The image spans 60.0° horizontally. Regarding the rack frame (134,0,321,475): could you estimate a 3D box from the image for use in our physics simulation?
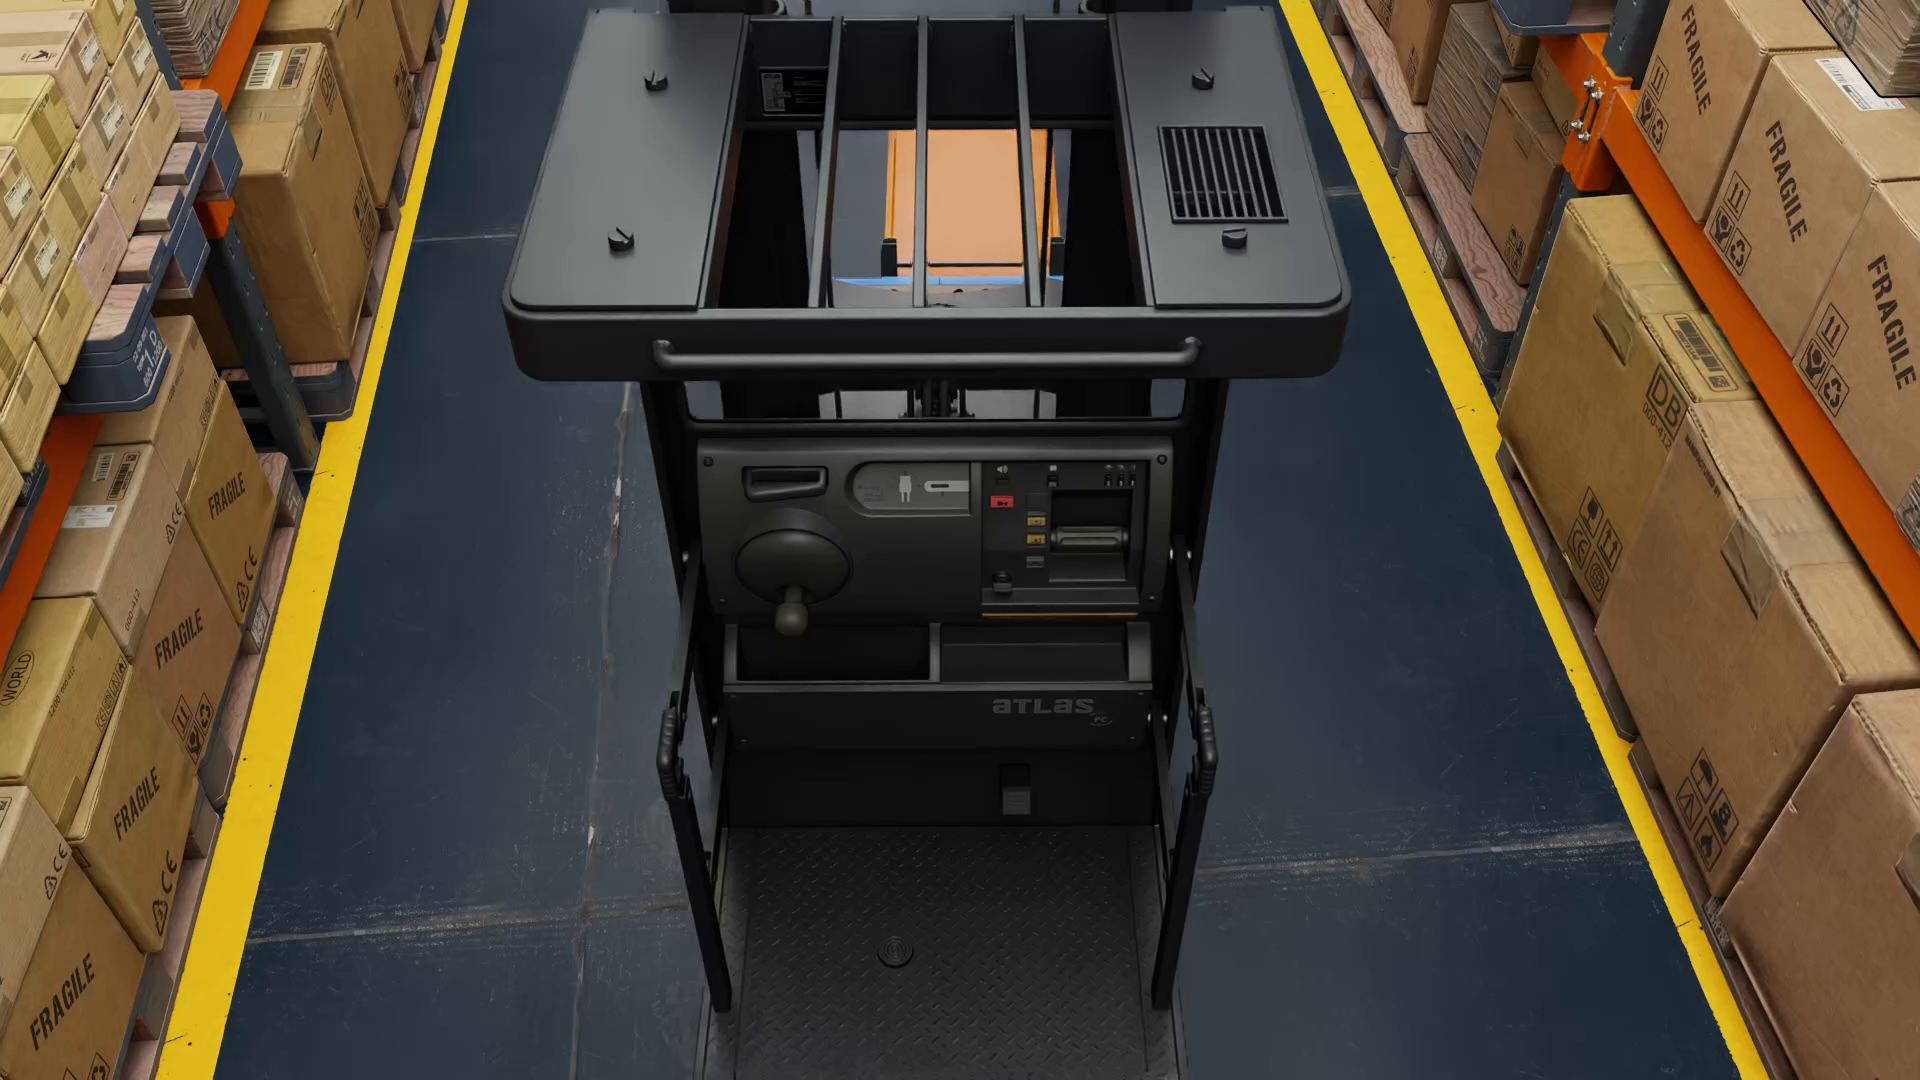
[{"bbox_3d":[-2.622,-1.265,4.382,1.000,3.000,0.127,-3,47,-3],"label":"rack frame"}]

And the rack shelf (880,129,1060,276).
[{"bbox_3d":[0.033,-0.991,5.011,0.538,0.278,1.000,0,47,0],"label":"rack shelf"}]

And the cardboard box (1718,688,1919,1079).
[{"bbox_3d":[2.515,0.878,3.526,1.225,0.875,0.875,-5,47,-5],"label":"cardboard box"}]

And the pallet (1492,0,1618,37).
[{"bbox_3d":[2.164,-1.937,5.150,1.213,0.211,1.003,-3,47,-3],"label":"pallet"}]

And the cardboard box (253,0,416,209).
[{"bbox_3d":[-2.660,-1.714,6.068,1.050,0.750,0.750,-3,47,-3],"label":"cardboard box"}]

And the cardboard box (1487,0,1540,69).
[{"bbox_3d":[2.189,-1.909,5.894,0.500,0.250,0.500,1,47,1],"label":"cardboard box"}]

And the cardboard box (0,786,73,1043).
[{"bbox_3d":[-2.171,0.781,3.360,0.500,0.250,0.500,-2,47,-2],"label":"cardboard box"}]

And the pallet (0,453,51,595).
[{"bbox_3d":[-2.415,0.231,3.098,1.003,0.211,1.213,-3,47,-3],"label":"pallet"}]

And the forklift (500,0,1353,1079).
[{"bbox_3d":[-0.045,0.089,3.147,1.130,2.935,3.031,0,47,0],"label":"forklift"}]

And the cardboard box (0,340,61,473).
[{"bbox_3d":[-2.040,-0.253,3.308,0.380,0.149,0.250,-5,47,-5],"label":"cardboard box"}]

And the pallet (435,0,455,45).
[{"bbox_3d":[-2.817,-2.647,7.611,1.003,0.211,1.213,-3,47,-3],"label":"pallet"}]

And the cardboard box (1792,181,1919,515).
[{"bbox_3d":[2.191,-0.416,3.509,0.500,0.500,0.500,-4,47,-4],"label":"cardboard box"}]

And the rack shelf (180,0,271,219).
[{"bbox_3d":[-2.789,-2.465,6.014,1.077,0.370,4.000,-3,47,-3],"label":"rack shelf"}]

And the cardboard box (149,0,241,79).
[{"bbox_3d":[-2.390,-1.641,4.669,0.500,0.500,0.500,-3,47,-3],"label":"cardboard box"}]

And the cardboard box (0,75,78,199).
[{"bbox_3d":[-2.083,-0.830,3.444,0.380,0.149,0.250,-2,47,-2],"label":"cardboard box"}]

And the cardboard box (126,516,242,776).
[{"bbox_3d":[-2.266,0.286,4.345,0.500,0.500,0.500,-2,47,-2],"label":"cardboard box"}]

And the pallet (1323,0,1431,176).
[{"bbox_3d":[2.166,-1.981,6.981,1.003,0.211,1.213,-3,47,-3],"label":"pallet"}]

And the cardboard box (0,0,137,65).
[{"bbox_3d":[-2.124,-1.201,3.796,0.380,0.149,0.250,-5,47,-5],"label":"cardboard box"}]

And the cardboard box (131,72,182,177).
[{"bbox_3d":[-2.122,-0.994,4.009,0.380,0.149,0.250,-3,47,-3],"label":"cardboard box"}]

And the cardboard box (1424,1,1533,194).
[{"bbox_3d":[2.194,-1.669,6.184,0.700,0.500,0.500,-7,47,-7],"label":"cardboard box"}]

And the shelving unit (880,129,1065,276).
[{"bbox_3d":[0.033,-0.790,5.224,0.538,1.125,1.048,0,47,0],"label":"shelving unit"}]

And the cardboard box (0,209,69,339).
[{"bbox_3d":[-2.058,-0.531,3.366,0.380,0.149,0.250,-3,47,-3],"label":"cardboard box"}]

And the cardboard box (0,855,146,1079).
[{"bbox_3d":[-2.188,1.032,3.639,0.500,0.500,0.500,-3,47,-3],"label":"cardboard box"}]

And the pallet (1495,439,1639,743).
[{"bbox_3d":[2.320,0.040,5.066,1.003,0.211,1.213,-3,47,-3],"label":"pallet"}]

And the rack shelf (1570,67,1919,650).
[{"bbox_3d":[2.497,0.201,3.489,1.077,0.370,4.000,-3,47,-3],"label":"rack shelf"}]

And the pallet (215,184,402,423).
[{"bbox_3d":[-2.613,-0.881,5.939,1.003,0.211,1.213,-3,47,-3],"label":"pallet"}]

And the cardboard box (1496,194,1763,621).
[{"bbox_3d":[2.366,-0.407,4.743,1.225,0.875,0.875,-5,47,-5],"label":"cardboard box"}]

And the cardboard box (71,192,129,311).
[{"bbox_3d":[-2.081,-0.628,3.663,0.380,0.149,0.250,-3,47,-3],"label":"cardboard box"}]

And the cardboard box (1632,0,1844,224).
[{"bbox_3d":[2.099,-1.160,4.214,0.500,0.500,0.500,-2,47,-2],"label":"cardboard box"}]

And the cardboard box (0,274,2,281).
[{"bbox_3d":[-2.043,-0.462,3.096,0.380,0.149,0.250,-3,47,-3],"label":"cardboard box"}]

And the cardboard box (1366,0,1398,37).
[{"bbox_3d":[2.093,-2.483,6.954,0.700,0.500,0.500,-7,47,-7],"label":"cardboard box"}]

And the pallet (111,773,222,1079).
[{"bbox_3d":[-2.459,1.140,4.025,1.003,0.211,1.213,-3,47,-3],"label":"pallet"}]

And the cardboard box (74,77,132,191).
[{"bbox_3d":[-2.103,-0.903,3.718,0.380,0.149,0.250,-2,47,-2],"label":"cardboard box"}]

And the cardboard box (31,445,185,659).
[{"bbox_3d":[-2.250,0.036,4.066,0.500,0.250,0.500,-3,47,-3],"label":"cardboard box"}]
